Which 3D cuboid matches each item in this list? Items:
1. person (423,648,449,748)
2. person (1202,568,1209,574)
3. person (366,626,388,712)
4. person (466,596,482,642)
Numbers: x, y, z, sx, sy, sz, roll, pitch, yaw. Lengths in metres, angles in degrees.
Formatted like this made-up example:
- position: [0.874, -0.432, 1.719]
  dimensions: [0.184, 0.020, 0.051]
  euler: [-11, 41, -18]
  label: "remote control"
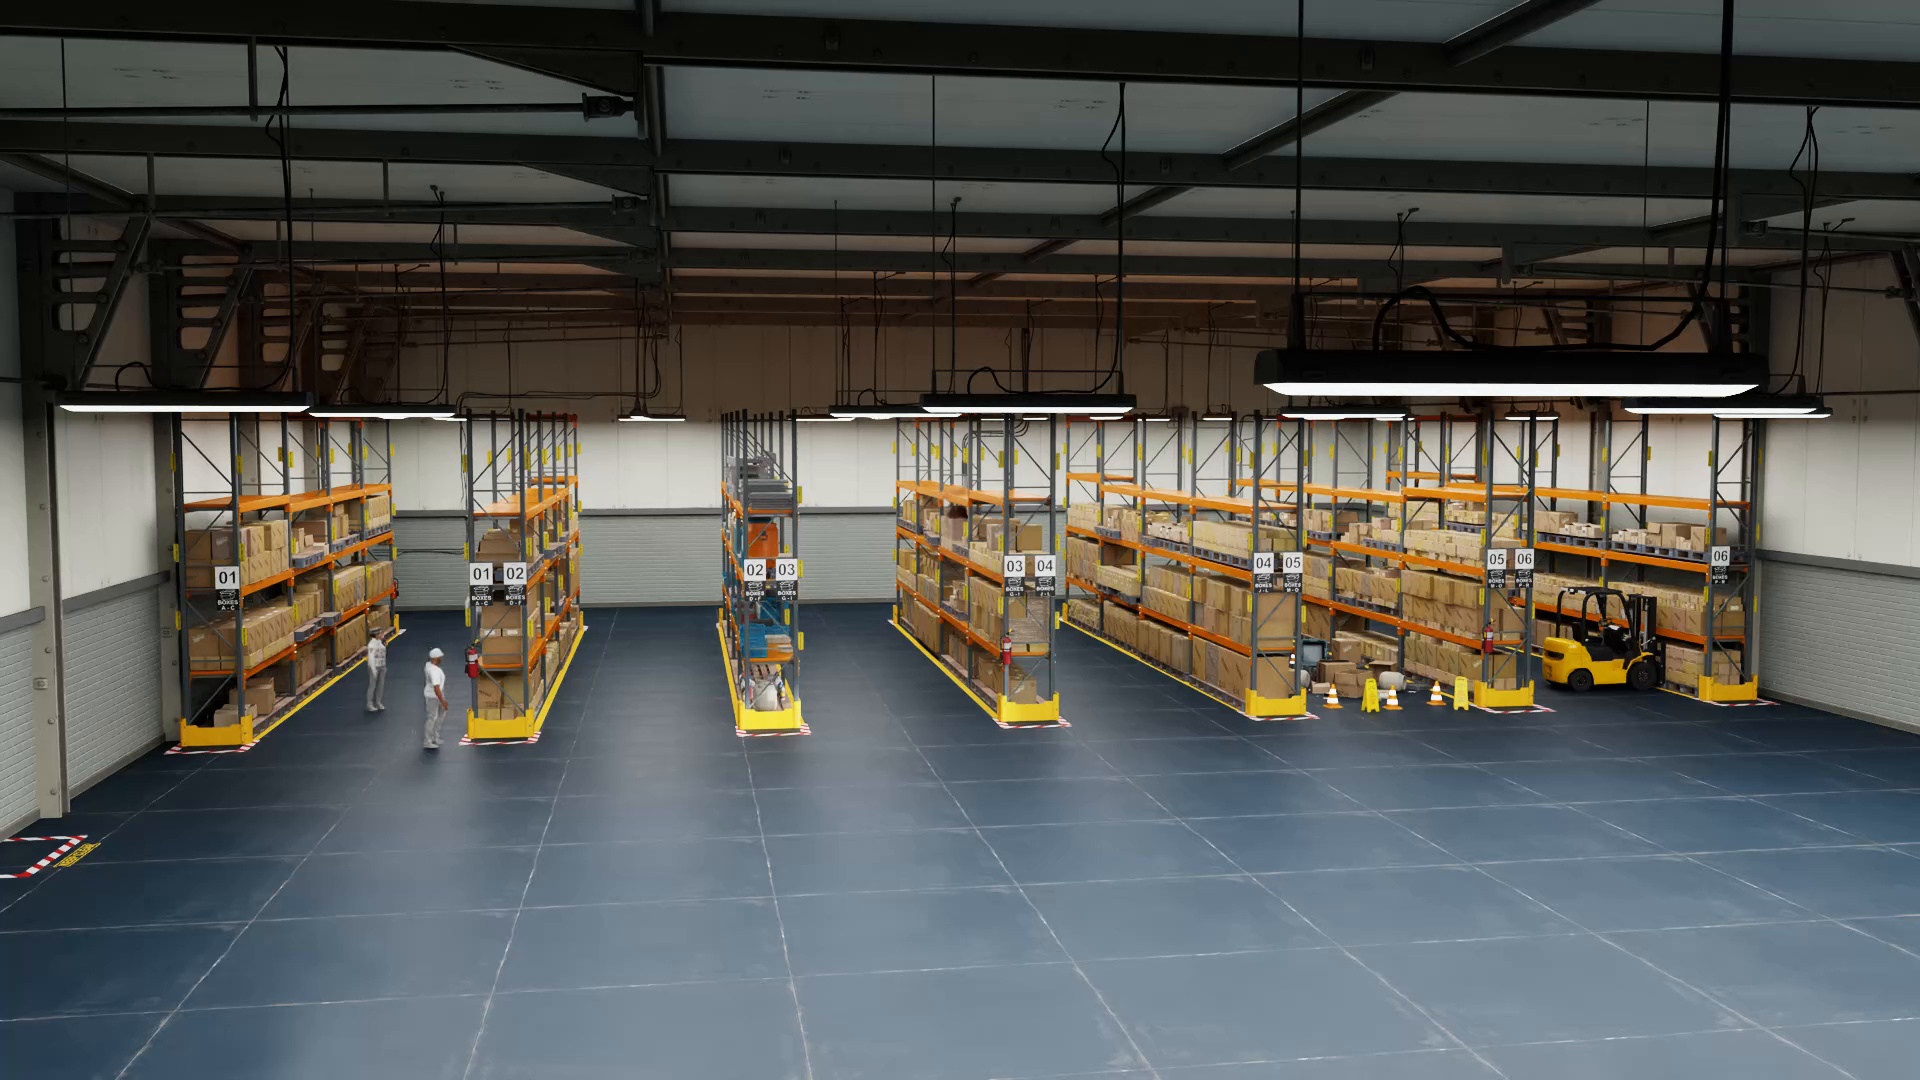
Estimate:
- position: [-9.318, 2.800, 29.552]
  dimensions: [0.466, 1.783, 0.723]
  euler: [-1, 4, -15]
  label: "person"
- position: [6.917, 1.634, 46.925]
  dimensions: [0.397, 1.696, 0.548]
  euler: [-1, 4, -17]
  label: "person"
- position: [-11.664, 2.564, 33.262]
  dimensions: [0.349, 1.697, 0.509]
  euler: [2, 4, 21]
  label: "person"
- position: [-12.496, 1.901, 43.189]
  dimensions: [0.664, 1.666, 0.958]
  euler: [-1, 4, -9]
  label: "person"
